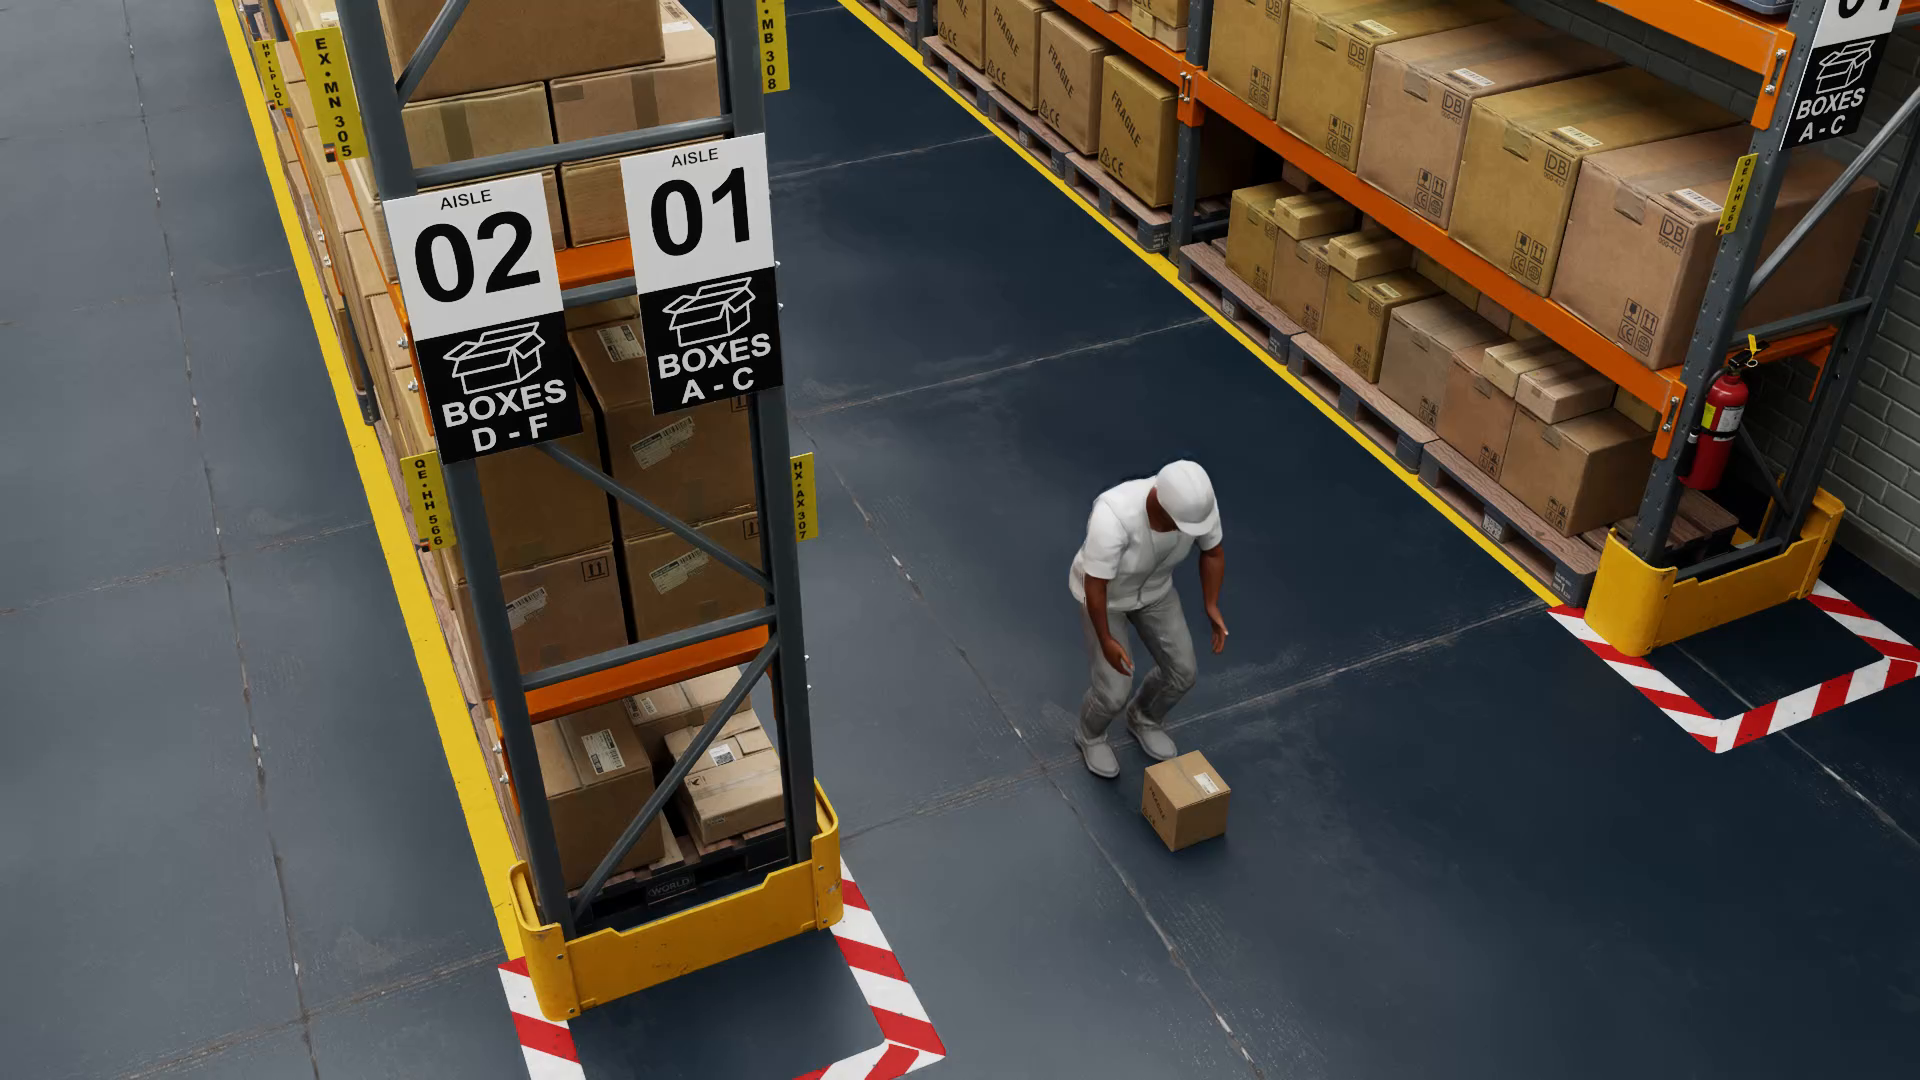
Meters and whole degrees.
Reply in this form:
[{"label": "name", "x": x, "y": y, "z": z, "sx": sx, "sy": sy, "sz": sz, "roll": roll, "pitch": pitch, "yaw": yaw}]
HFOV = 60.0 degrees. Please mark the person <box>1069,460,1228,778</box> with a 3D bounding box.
[{"label": "person", "x": 0.747, "y": 0.263, "z": 6.635, "sx": 0.620, "sy": 1.591, "sz": 0.622, "roll": -15, "pitch": 40, "yaw": -19}]
